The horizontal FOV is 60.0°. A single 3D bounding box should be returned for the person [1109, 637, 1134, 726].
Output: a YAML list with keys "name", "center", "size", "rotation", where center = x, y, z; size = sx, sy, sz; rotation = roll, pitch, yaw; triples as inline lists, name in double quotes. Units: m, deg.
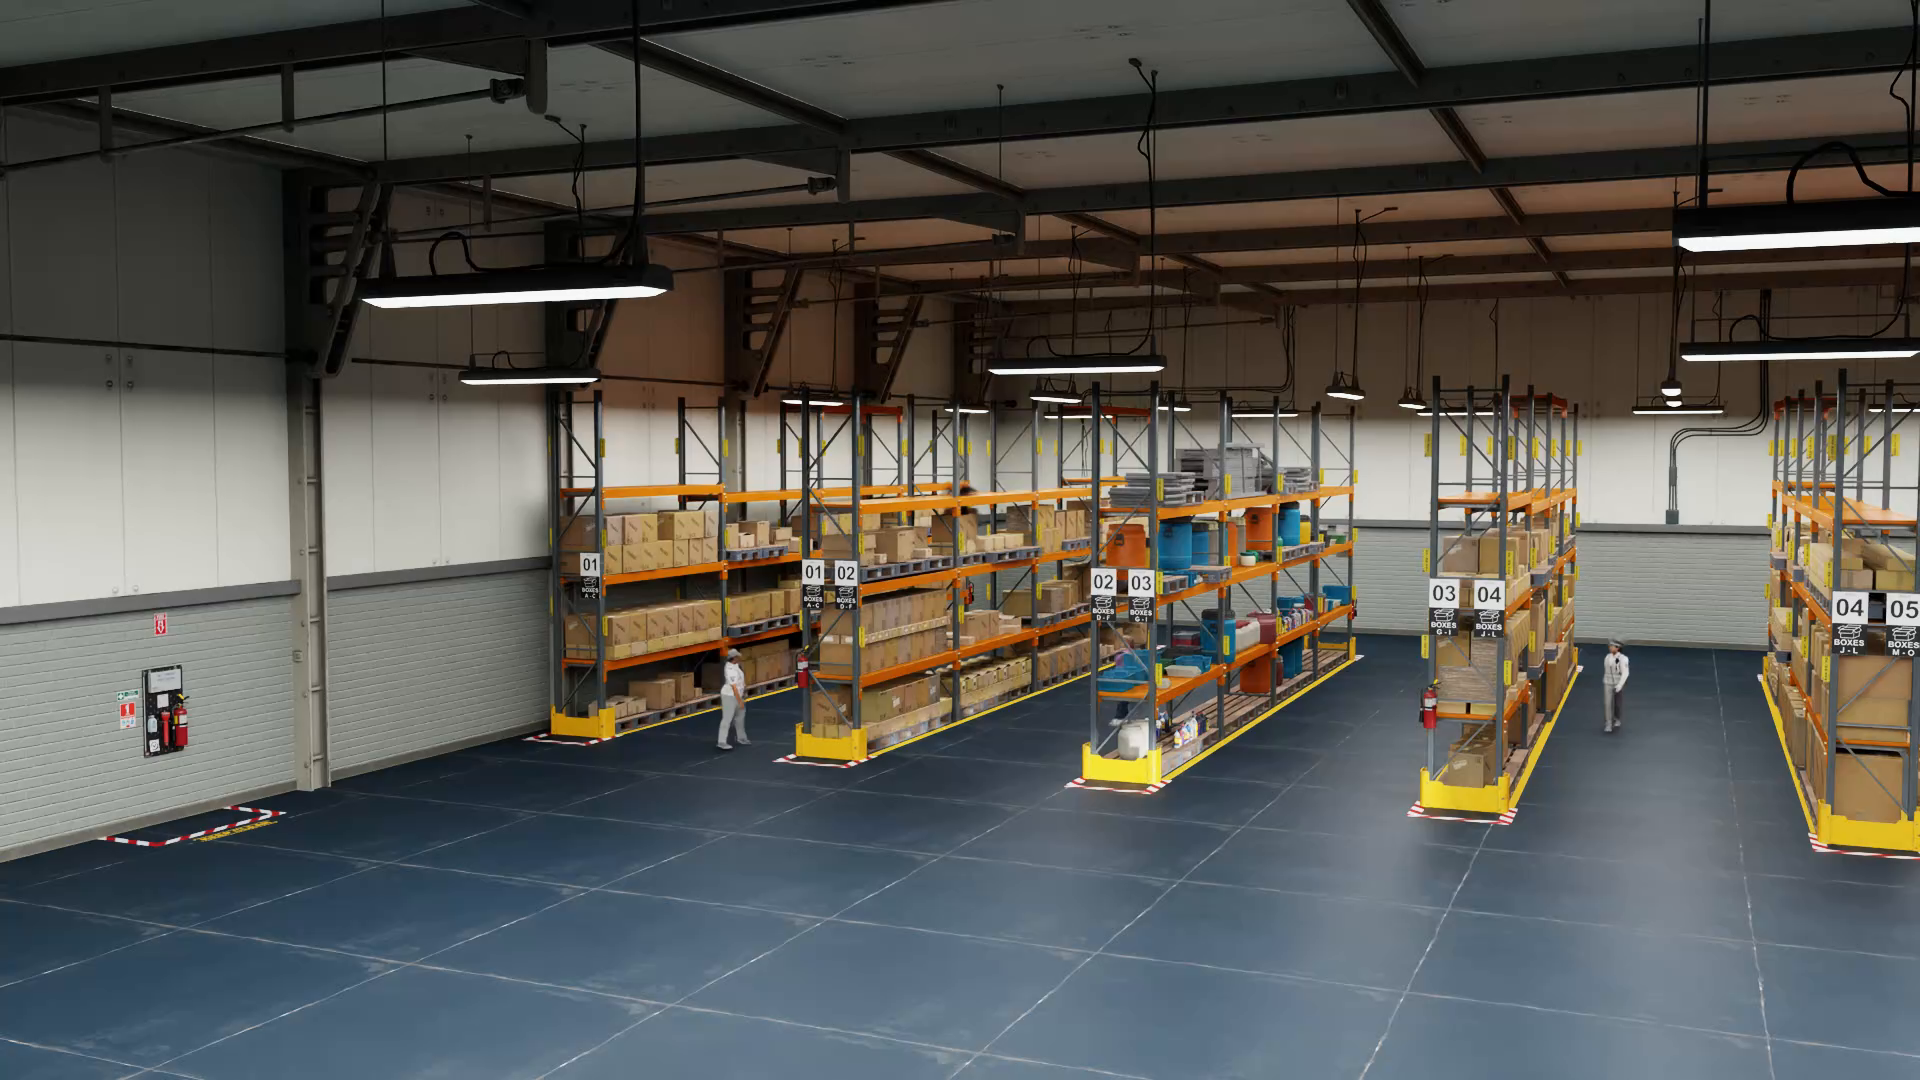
- name: "person"
  center: [2.890, 2.553, 30.263]
  size: [0.510, 1.598, 0.465]
  rotation: [-1, 3, -13]

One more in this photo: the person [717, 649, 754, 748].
- name: "person"
  center: [-3.775, 2.651, 27.874]
  size: [0.528, 1.688, 0.673]
  rotation: [0, 3, 4]

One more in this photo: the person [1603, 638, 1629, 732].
- name: "person"
  center: [11.573, 2.552, 29.360]
  size: [0.421, 1.632, 0.995]
  rotation: [1, 3, 21]
